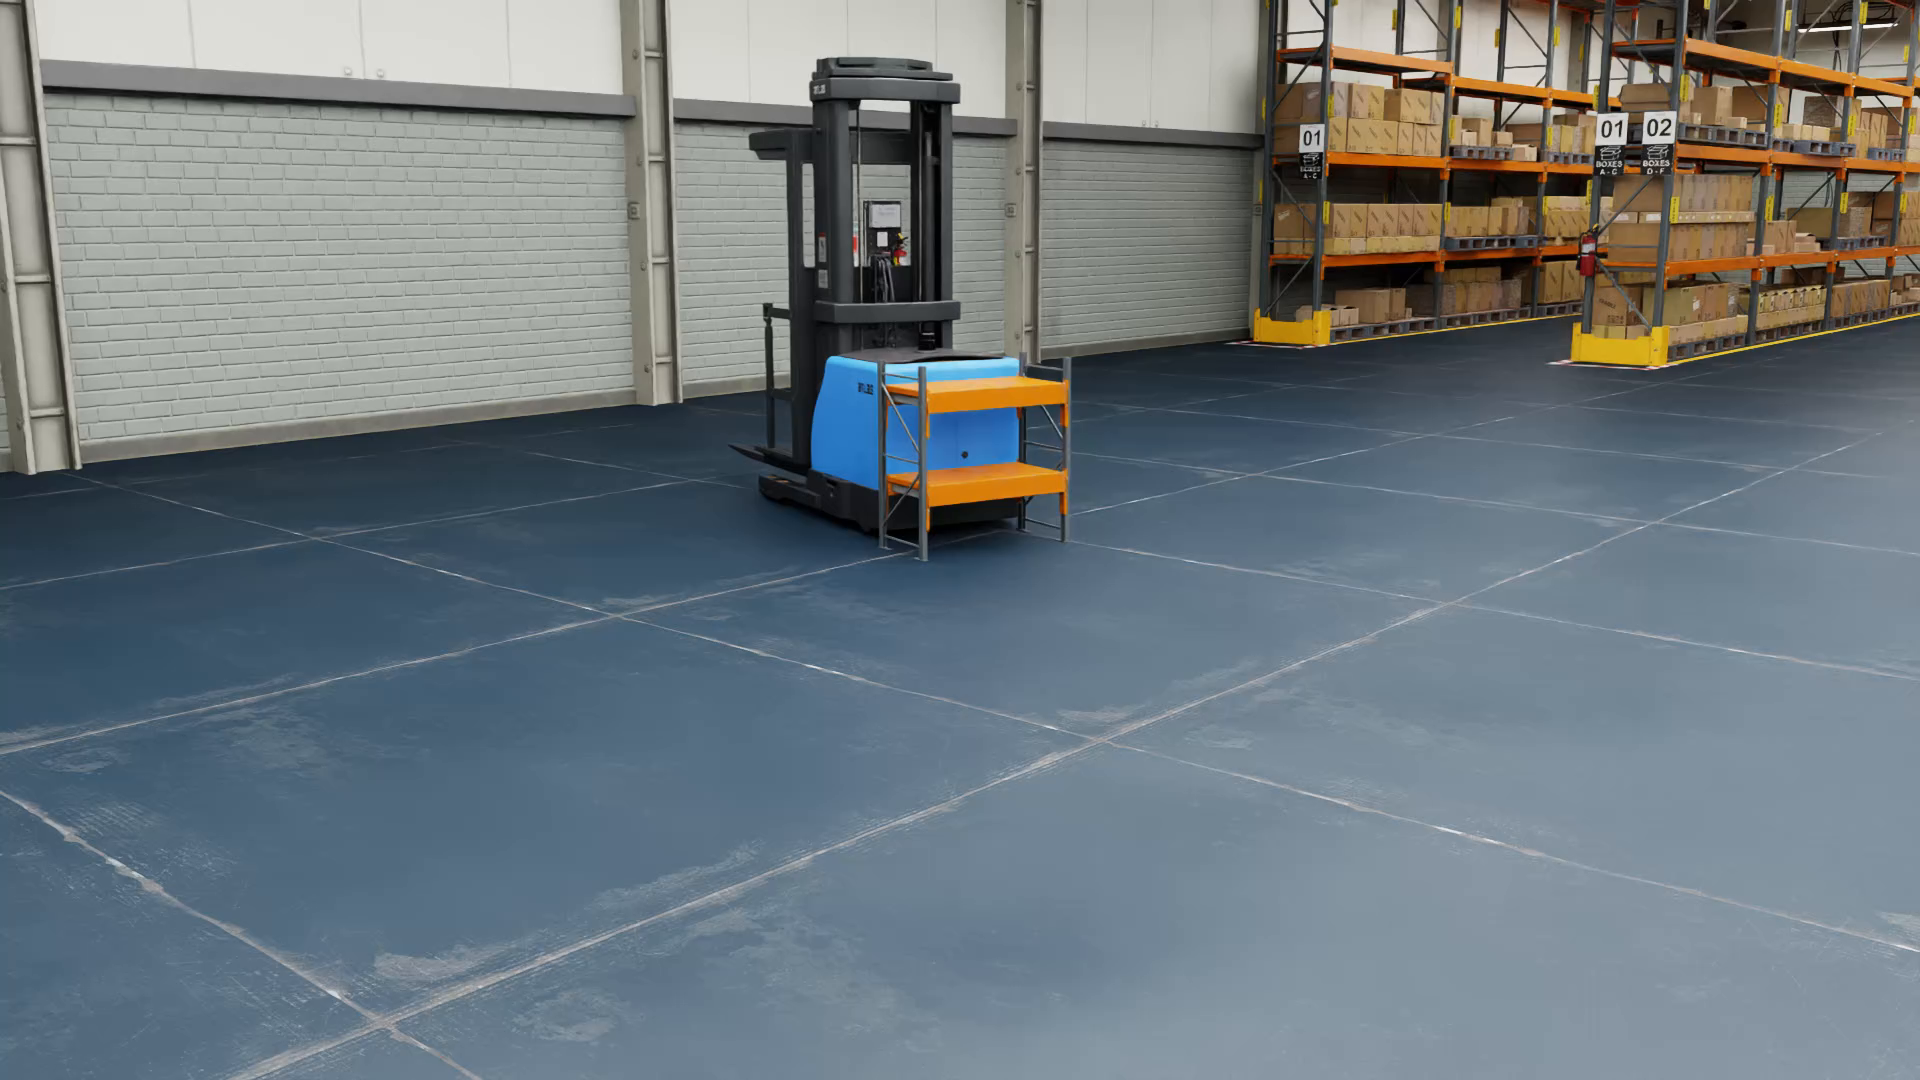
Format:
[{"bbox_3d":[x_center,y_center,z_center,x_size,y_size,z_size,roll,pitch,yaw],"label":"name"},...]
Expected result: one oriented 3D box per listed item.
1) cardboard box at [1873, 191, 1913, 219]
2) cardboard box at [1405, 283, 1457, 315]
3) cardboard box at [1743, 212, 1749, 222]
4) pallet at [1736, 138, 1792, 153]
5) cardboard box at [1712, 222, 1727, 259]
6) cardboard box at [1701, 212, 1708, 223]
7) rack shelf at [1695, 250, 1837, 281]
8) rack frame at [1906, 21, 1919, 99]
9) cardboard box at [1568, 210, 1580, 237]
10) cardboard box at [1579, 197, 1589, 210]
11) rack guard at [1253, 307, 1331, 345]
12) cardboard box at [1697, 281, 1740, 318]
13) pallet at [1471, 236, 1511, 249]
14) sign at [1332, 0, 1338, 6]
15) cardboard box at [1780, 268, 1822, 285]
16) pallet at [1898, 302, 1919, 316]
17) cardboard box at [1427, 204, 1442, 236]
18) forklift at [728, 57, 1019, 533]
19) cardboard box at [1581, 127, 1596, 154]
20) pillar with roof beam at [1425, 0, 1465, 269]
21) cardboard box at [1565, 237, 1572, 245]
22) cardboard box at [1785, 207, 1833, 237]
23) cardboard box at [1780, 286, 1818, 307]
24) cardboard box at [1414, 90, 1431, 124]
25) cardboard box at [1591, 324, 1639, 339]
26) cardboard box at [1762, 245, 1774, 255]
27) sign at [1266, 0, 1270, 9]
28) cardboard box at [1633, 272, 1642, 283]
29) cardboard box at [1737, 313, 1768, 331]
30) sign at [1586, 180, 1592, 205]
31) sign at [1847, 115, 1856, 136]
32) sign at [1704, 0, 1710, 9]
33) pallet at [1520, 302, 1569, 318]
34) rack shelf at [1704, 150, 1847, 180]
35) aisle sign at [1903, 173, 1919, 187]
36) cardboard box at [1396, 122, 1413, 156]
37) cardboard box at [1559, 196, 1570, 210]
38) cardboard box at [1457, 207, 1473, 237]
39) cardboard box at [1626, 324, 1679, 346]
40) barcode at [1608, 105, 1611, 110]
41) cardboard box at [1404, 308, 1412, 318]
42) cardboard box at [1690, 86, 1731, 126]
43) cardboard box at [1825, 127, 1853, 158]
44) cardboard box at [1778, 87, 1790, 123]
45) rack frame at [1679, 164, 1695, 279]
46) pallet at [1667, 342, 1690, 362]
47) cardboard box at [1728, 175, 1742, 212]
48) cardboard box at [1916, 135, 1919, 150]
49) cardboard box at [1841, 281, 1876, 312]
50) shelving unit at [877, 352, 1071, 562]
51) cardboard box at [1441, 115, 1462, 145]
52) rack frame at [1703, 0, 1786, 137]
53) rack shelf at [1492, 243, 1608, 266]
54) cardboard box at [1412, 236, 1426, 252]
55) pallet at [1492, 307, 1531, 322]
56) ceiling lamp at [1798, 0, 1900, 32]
[{"bbox_3d":[17.131,-6.150,30.538,0.500,0.500,0.500,10,15,42],"label":"cardboard box"},{"bbox_3d":[8.078,-4.141,28.546,0.700,0.500,0.500,10,15,42],"label":"cardboard box"},{"bbox_3d":[11.145,-4.664,23.995,0.380,0.149,0.250,9,15,39],"label":"cardboard box"},{"bbox_3d":[11.901,-5.910,24.971,0.805,0.209,1.217,9,14,38],"label":"pallet"},{"bbox_3d":[10.363,-4.232,23.487,0.700,0.500,0.500,10,15,41],"label":"cardboard box"},{"bbox_3d":[9.957,-4.399,22.668,0.380,0.149,0.250,10,15,40],"label":"cardboard box"},{"bbox_3d":[12.648,-4.343,26.131,1.077,0.370,4.000,10,15,40],"label":"rack shelf"},{"bbox_3d":[19.249,-9.108,32.840,1.000,3.000,0.127,10,15,40],"label":"rack frame"},{"bbox_3d":[11.439,-6.021,31.634,0.500,0.500,0.500,10,15,40],"label":"cardboard box"},{"bbox_3d":[11.752,-6.465,31.939,0.500,0.250,0.500,9,15,39],"label":"cardboard box"},{"bbox_3d":[5.014,-3.238,25.146,1.175,0.500,0.348,10,15,40],"label":"rack guard"},{"bbox_3d":[10.847,-3.458,23.899,0.500,0.500,0.500,10,15,40],"label":"cardboard box"},{"bbox_3d":[8.969,-5.239,29.272,1.003,0.211,1.213,10,15,40],"label":"pallet"},{"bbox_3d":[5.372,-7.821,23.807,0.100,0.325,0.005,10,15,40],"label":"sign"},{"bbox_3d":[14.444,-4.524,28.548,0.500,0.250,0.500,11,15,42],"label":"cardboard box"},{"bbox_3d":[17.868,-4.492,32.162,1.003,0.211,1.213,10,15,40],"label":"pallet"},{"bbox_3d":[7.525,-5.235,27.183,0.500,0.500,0.500,10,15,40],"label":"cardboard box"},{"bbox_3d":[-0.753,-1.728,11.380,1.130,2.935,3.031,-6,13,-28],"label":"forklift"},{"bbox_3d":[11.903,-7.748,32.309,0.700,0.500,0.500,9,15,39],"label":"cardboard box"},{"bbox_3d":[11.971,-7.935,26.966,9.100,9.000,0.400,10,15,40],"label":"pillar with roof beam"},{"bbox_3d":[11.465,-5.728,31.819,0.380,0.149,0.250,10,15,41],"label":"cardboard box"},{"bbox_3d":[14.300,-5.352,28.020,0.700,0.500,0.500,4,12,21],"label":"cardboard box"},{"bbox_3d":[13.470,-3.936,26.775,0.500,0.311,0.500,9,15,39],"label":"cardboard box"},{"bbox_3d":[7.122,-6.870,26.431,0.500,0.500,0.500,11,16,43],"label":"cardboard box"},{"bbox_3d":[8.820,-2.787,22.456,0.500,0.250,0.500,10,15,40],"label":"cardboard box"},{"bbox_3d":[12.067,-4.382,25.133,0.380,0.149,0.250,10,15,40],"label":"cardboard box"},{"bbox_3d":[4.561,-8.005,24.525,0.100,0.325,0.005,10,15,40],"label":"sign"},{"bbox_3d":[13.790,-5.368,34.741,0.700,0.500,0.500,10,15,40],"label":"cardboard box"},{"bbox_3d":[11.781,-3.286,24.953,0.500,0.250,0.500,9,15,39],"label":"cardboard box"},{"bbox_3d":[8.289,-4.569,21.866,0.100,0.325,0.005,10,15,40],"label":"sign"},{"bbox_3d":[14.380,-6.680,26.817,0.100,0.325,0.005,10,15,40],"label":"sign"},{"bbox_3d":[10.913,-7.908,24.243,0.100,0.325,0.005,10,15,40],"label":"sign"},{"bbox_3d":[10.822,-4.368,31.543,1.003,0.211,1.213,10,15,40],"label":"pallet"},{"bbox_3d":[12.648,-5.813,25.838,1.077,0.370,4.000,10,15,40],"label":"rack shelf"},{"bbox_3d":[19.074,-7.489,33.413,0.394,0.787,0.004,10,15,40],"label":"aisle sign"},{"bbox_3d":[6.776,-6.305,26.157,0.500,0.500,0.500,9,14,38],"label":"cardboard box"},{"bbox_3d":[11.093,-6.315,31.188,0.500,0.250,0.500,9,15,40],"label":"cardboard box"},{"bbox_3d":[8.341,-5.458,28.499,0.500,0.500,0.700,-10,15,-42],"label":"cardboard box"},{"bbox_3d":[9.209,-2.720,22.120,0.500,0.250,0.500,10,15,40],"label":"cardboard box"},{"bbox_3d":[8.525,-5.675,21.825,0.001,0.075,0.075,10,15,40],"label":"barcode"},{"bbox_3d":[7.274,-3.785,27.613,0.380,0.166,0.250,7,14,33],"label":"cardboard box"},{"bbox_3d":[9.989,-5.816,22.329,0.500,0.500,0.500,10,15,40],"label":"cardboard box"},{"bbox_3d":[14.231,-6.578,27.574,0.910,0.500,0.500,10,15,40],"label":"cardboard box"},{"bbox_3d":[12.123,-6.545,25.057,0.500,0.500,0.500,-10,15,-42],"label":"cardboard box"},{"bbox_3d":[15.526,-6.807,36.631,1.000,3.000,0.127,10,15,40],"label":"rack frame"},{"bbox_3d":[9.161,-2.563,22.505,1.003,0.211,1.213,10,15,40],"label":"pallet"},{"bbox_3d":[10.707,-4.946,23.747,0.700,0.500,0.500,10,15,40],"label":"cardboard box"},{"bbox_3d":[17.445,-7.334,30.720,0.500,0.250,0.500,10,15,40],"label":"cardboard box"},{"bbox_3d":[15.835,-4.313,29.406,0.500,0.500,0.500,10,15,41],"label":"cardboard box"},{"bbox_3d":[0.090,-0.521,9.945,1.048,1.125,0.538,-7,13,-32],"label":"shelving unit"},{"bbox_3d":[8.026,-6.837,27.798,0.500,0.500,0.500,-9,15,-39],"label":"cardboard box"},{"bbox_3d":[11.328,-7.343,24.000,1.000,3.000,0.127,10,15,40],"label":"rack frame"},{"bbox_3d":[11.565,-5.571,32.282,1.077,0.370,4.000,10,15,40],"label":"rack shelf"},{"bbox_3d":[7.185,-4.796,26.898,0.500,0.250,0.500,10,15,41],"label":"cardboard box"},{"bbox_3d":[9.728,-4.147,30.437,1.003,0.211,1.213,10,15,40],"label":"pallet"},{"bbox_3d":[19.195,-12.679,35.814,2.000,3.185,0.800,10,15,40],"label":"ceiling lamp"}]
